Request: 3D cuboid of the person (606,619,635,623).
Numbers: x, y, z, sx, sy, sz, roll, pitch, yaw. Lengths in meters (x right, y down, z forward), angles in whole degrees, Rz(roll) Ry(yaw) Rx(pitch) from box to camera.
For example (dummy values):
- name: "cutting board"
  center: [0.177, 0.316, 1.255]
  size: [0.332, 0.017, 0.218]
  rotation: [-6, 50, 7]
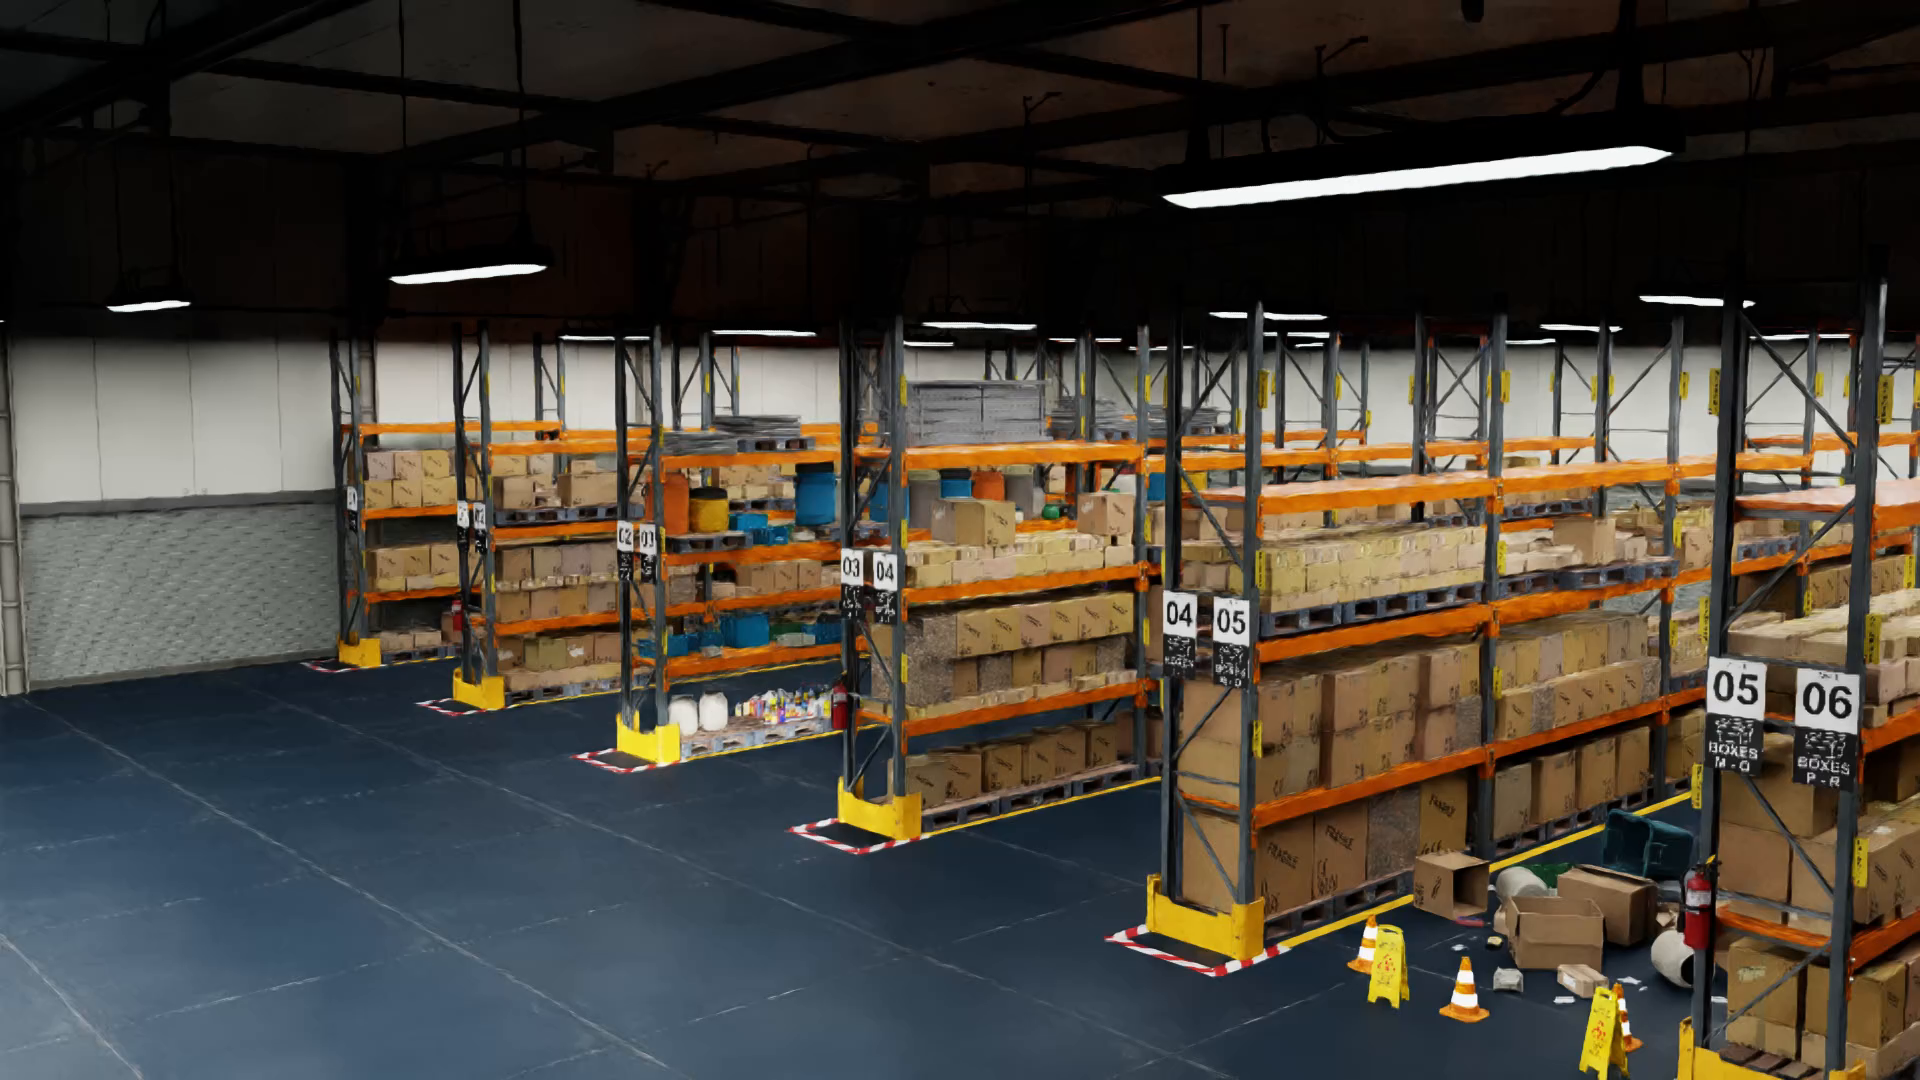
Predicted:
- name: "person"
  center: [-6.072, 1.354, 29.821]
  size: [0.588, 1.723, 0.487]
  rotation: [-1, 6, -11]
